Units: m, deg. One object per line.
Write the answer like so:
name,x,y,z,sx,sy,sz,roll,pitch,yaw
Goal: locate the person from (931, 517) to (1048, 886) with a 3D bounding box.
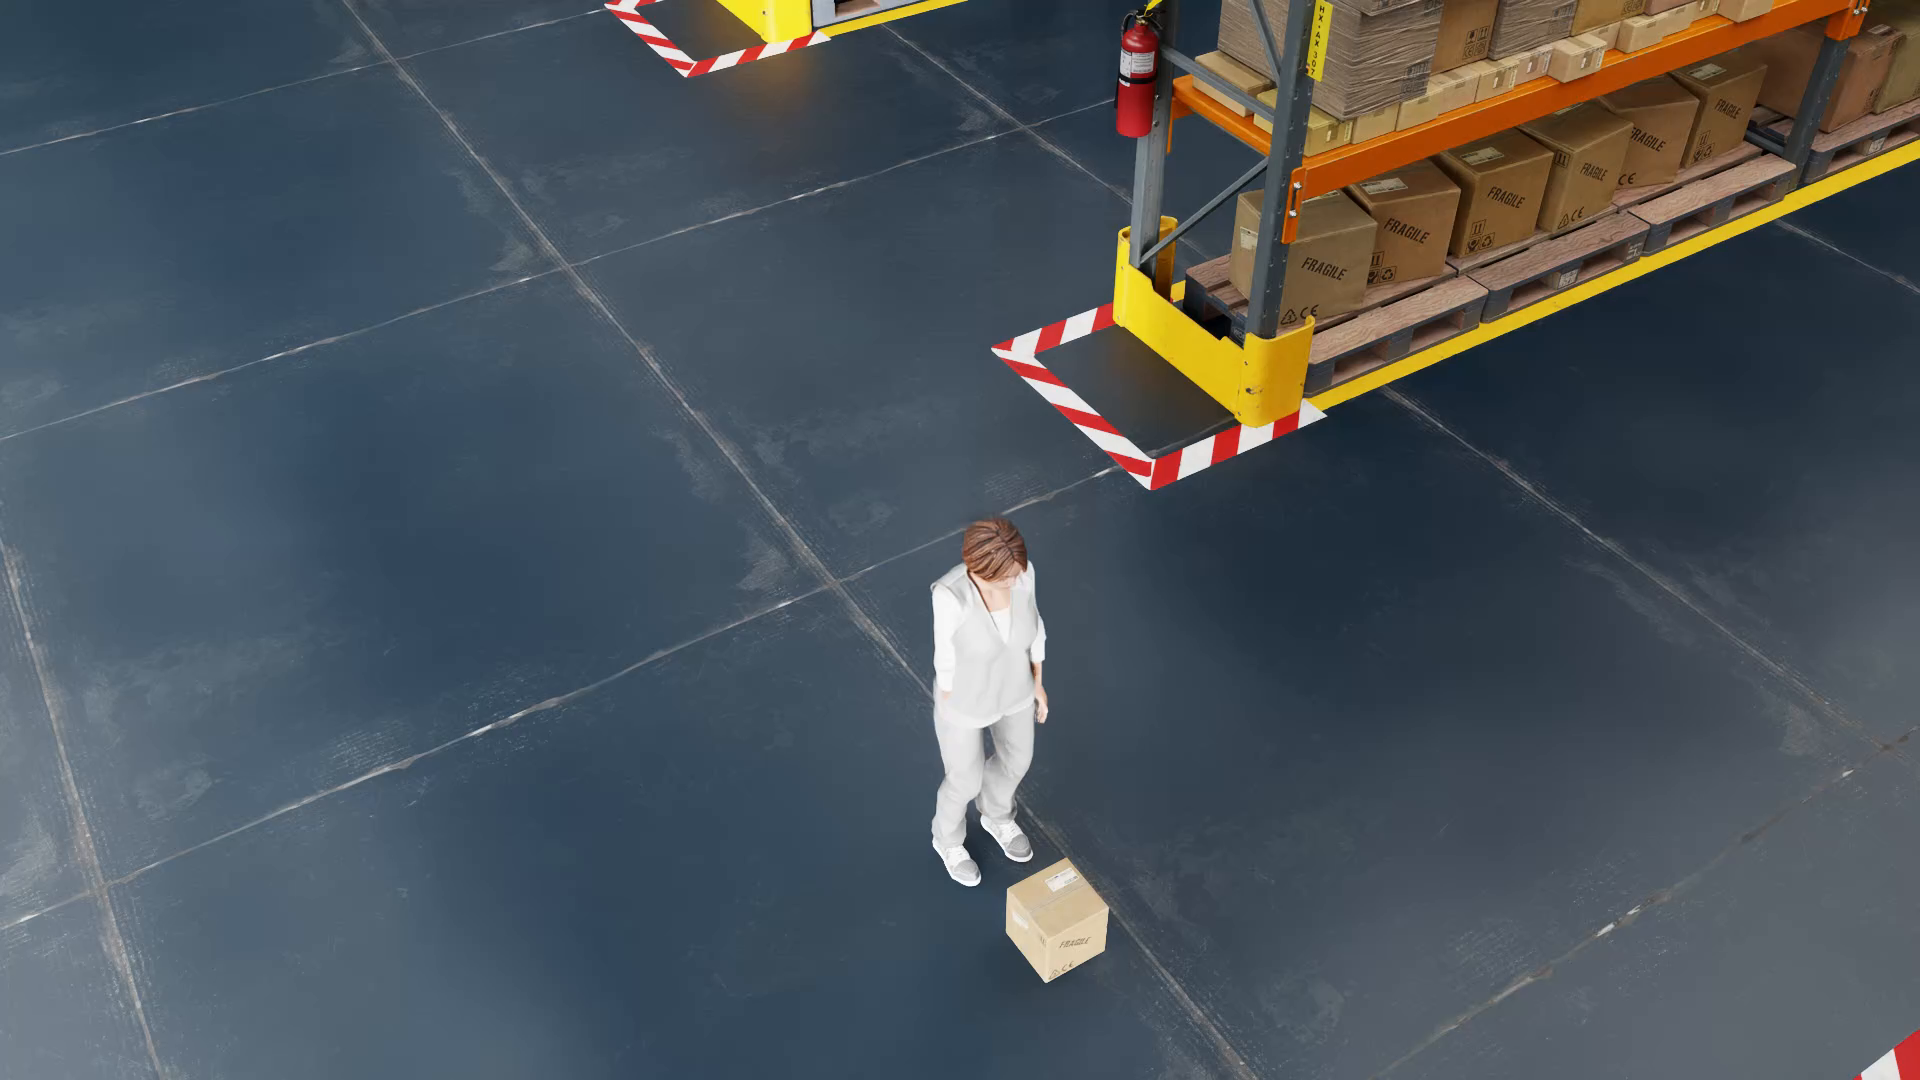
person,0.098,0.532,5.583,0.409,1.576,0.305,-22,46,-23
